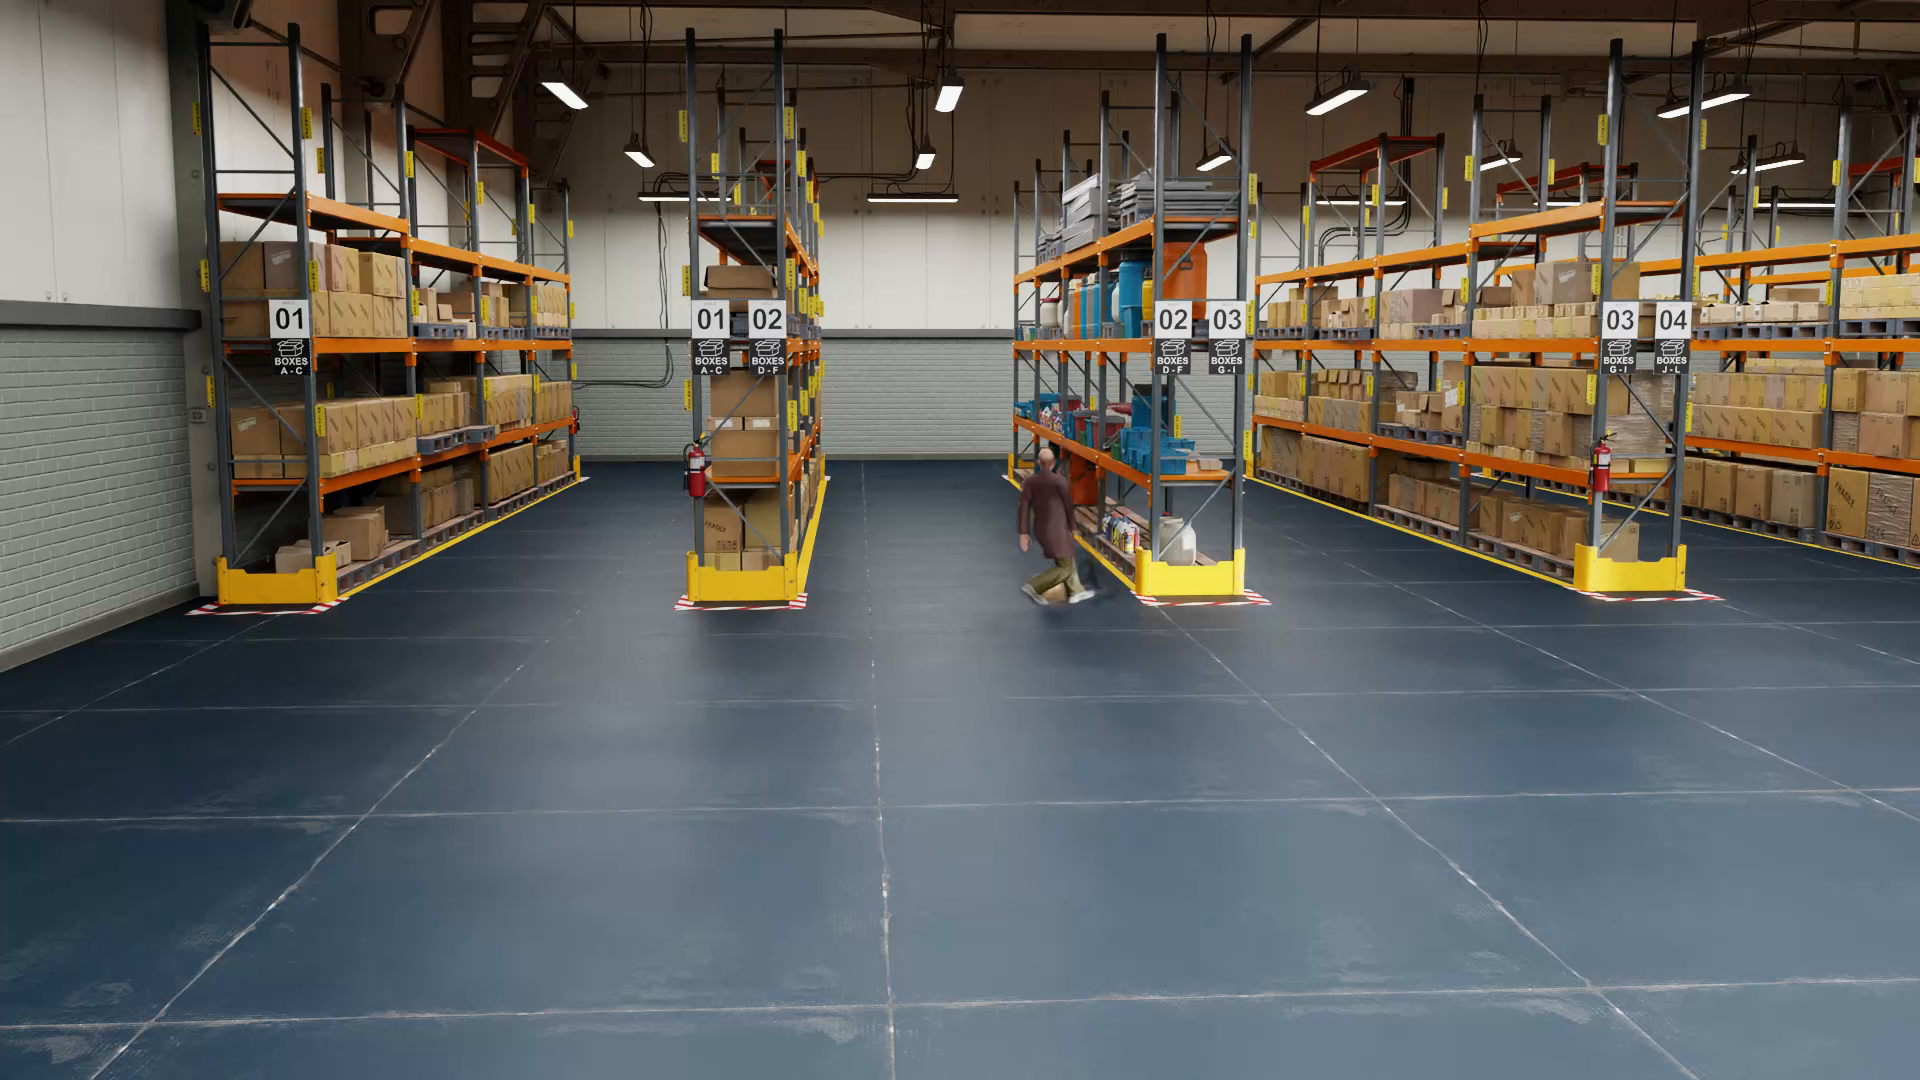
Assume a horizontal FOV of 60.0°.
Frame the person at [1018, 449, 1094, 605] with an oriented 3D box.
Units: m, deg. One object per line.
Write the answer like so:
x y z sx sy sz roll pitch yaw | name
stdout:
0.997 -0.128 17.237 1.118 1.644 0.562 -6 9 -42 | person
